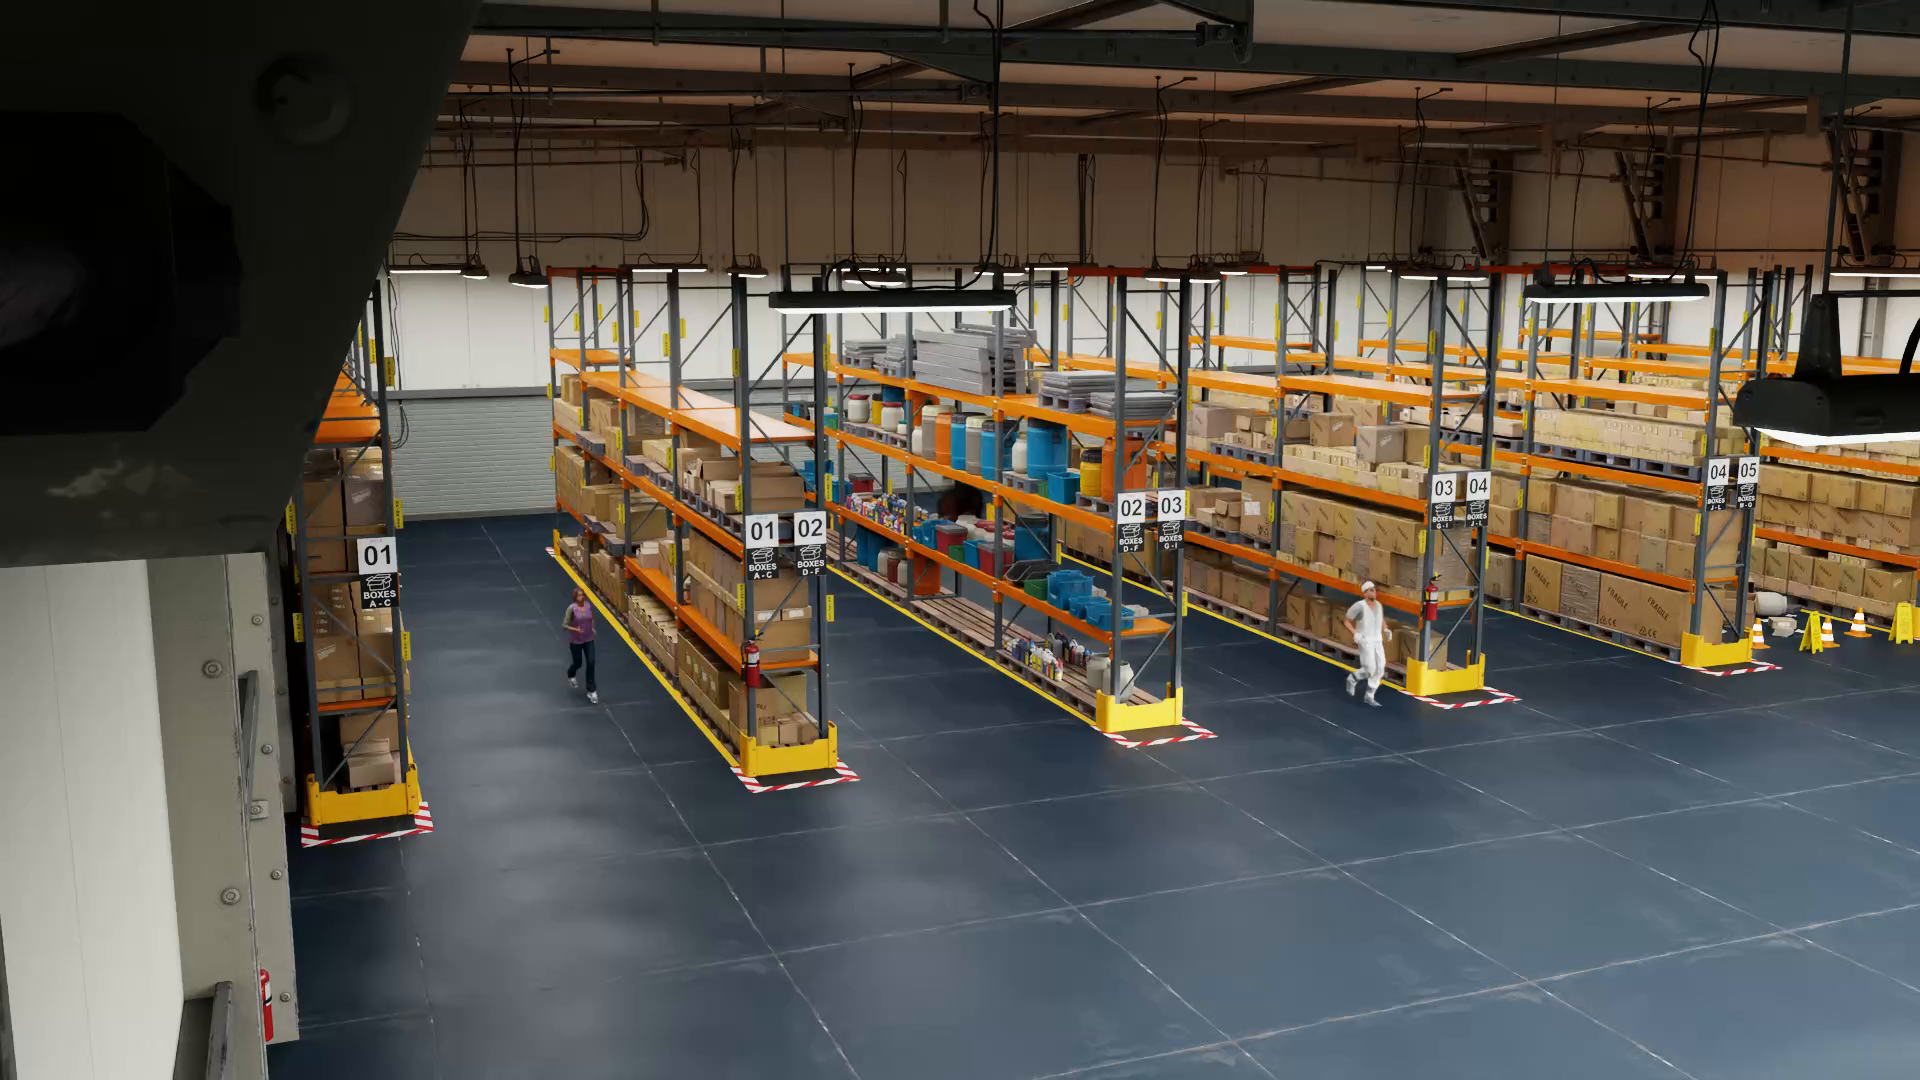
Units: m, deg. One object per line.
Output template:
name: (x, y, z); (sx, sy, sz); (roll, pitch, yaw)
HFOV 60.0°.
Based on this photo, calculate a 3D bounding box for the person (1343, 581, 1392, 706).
person: (5.793, 1.444, 23.467); (0.690, 1.723, 0.650); (-6, 11, -30)

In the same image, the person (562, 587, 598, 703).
person: (-5.397, 1.462, 23.666); (0.538, 1.591, 0.877); (-7, 12, -33)

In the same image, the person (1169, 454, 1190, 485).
person: (5.593, -1.744, 41.516); (0.823, 1.829, 0.692); (-4, 11, -24)
